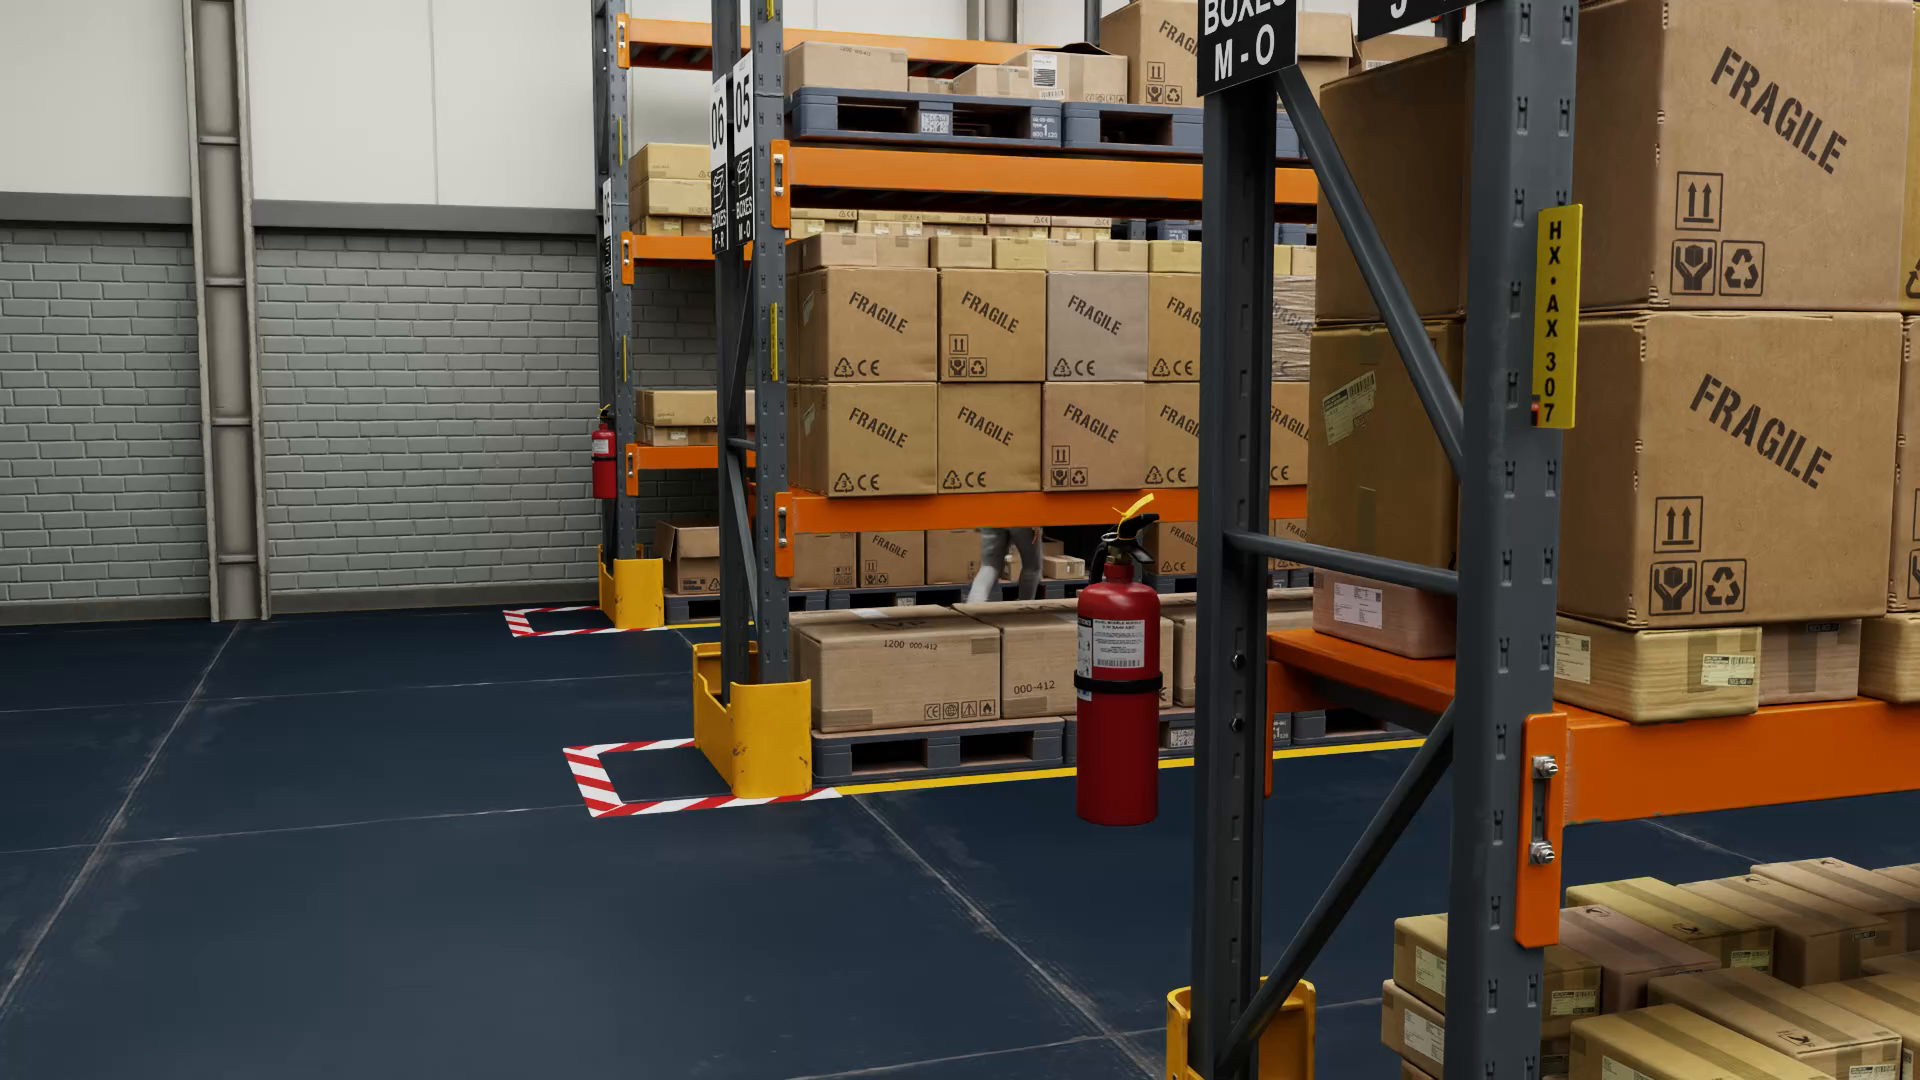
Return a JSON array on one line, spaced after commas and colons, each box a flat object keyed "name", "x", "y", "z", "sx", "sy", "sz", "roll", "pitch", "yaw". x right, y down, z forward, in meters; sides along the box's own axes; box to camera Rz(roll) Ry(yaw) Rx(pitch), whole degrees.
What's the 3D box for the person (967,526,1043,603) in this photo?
[{"name": "person", "x": 0.364, "y": -0.147, "z": 11.508, "sx": 0.488, "sy": 1.624, "sz": 0.906, "roll": 2, "pitch": 6, "yaw": 21}]
